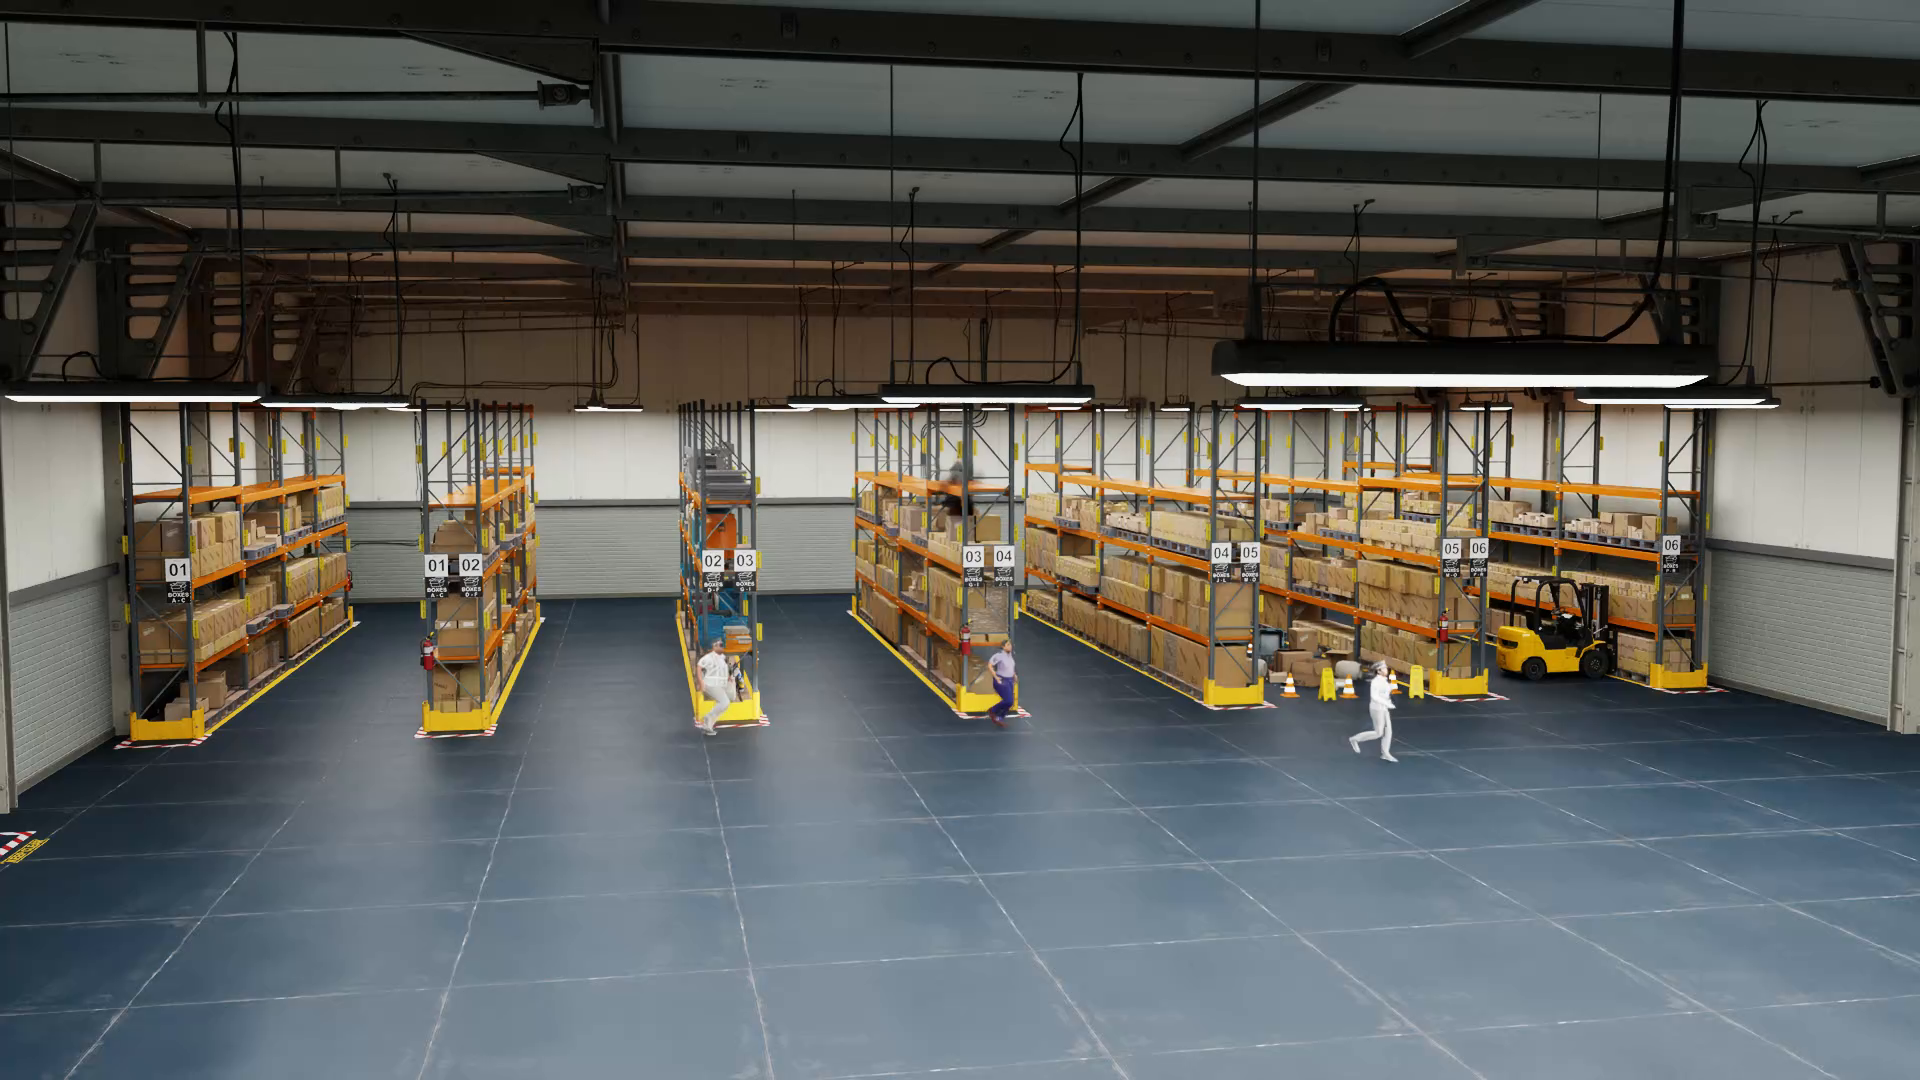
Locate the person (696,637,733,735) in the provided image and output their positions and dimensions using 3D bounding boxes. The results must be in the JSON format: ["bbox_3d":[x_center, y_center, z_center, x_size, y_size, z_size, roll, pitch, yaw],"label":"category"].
[{"bbox_3d":[-4.324,2.614,29.817,0.584,1.722,0.679,2,5,24],"label":"person"}]

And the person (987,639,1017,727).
[{"bbox_3d":[0.809,2.643,30.503,0.516,1.601,0.630,3,5,33],"label":"person"}]

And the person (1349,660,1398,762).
[{"bbox_3d":[6.896,2.818,27.595,0.781,1.695,0.624,2,5,25],"label":"person"}]

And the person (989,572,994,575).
[{"bbox_3d":[0.677,1.281,47.890,0.640,1.623,0.951,1,4,13],"label":"person"}]
